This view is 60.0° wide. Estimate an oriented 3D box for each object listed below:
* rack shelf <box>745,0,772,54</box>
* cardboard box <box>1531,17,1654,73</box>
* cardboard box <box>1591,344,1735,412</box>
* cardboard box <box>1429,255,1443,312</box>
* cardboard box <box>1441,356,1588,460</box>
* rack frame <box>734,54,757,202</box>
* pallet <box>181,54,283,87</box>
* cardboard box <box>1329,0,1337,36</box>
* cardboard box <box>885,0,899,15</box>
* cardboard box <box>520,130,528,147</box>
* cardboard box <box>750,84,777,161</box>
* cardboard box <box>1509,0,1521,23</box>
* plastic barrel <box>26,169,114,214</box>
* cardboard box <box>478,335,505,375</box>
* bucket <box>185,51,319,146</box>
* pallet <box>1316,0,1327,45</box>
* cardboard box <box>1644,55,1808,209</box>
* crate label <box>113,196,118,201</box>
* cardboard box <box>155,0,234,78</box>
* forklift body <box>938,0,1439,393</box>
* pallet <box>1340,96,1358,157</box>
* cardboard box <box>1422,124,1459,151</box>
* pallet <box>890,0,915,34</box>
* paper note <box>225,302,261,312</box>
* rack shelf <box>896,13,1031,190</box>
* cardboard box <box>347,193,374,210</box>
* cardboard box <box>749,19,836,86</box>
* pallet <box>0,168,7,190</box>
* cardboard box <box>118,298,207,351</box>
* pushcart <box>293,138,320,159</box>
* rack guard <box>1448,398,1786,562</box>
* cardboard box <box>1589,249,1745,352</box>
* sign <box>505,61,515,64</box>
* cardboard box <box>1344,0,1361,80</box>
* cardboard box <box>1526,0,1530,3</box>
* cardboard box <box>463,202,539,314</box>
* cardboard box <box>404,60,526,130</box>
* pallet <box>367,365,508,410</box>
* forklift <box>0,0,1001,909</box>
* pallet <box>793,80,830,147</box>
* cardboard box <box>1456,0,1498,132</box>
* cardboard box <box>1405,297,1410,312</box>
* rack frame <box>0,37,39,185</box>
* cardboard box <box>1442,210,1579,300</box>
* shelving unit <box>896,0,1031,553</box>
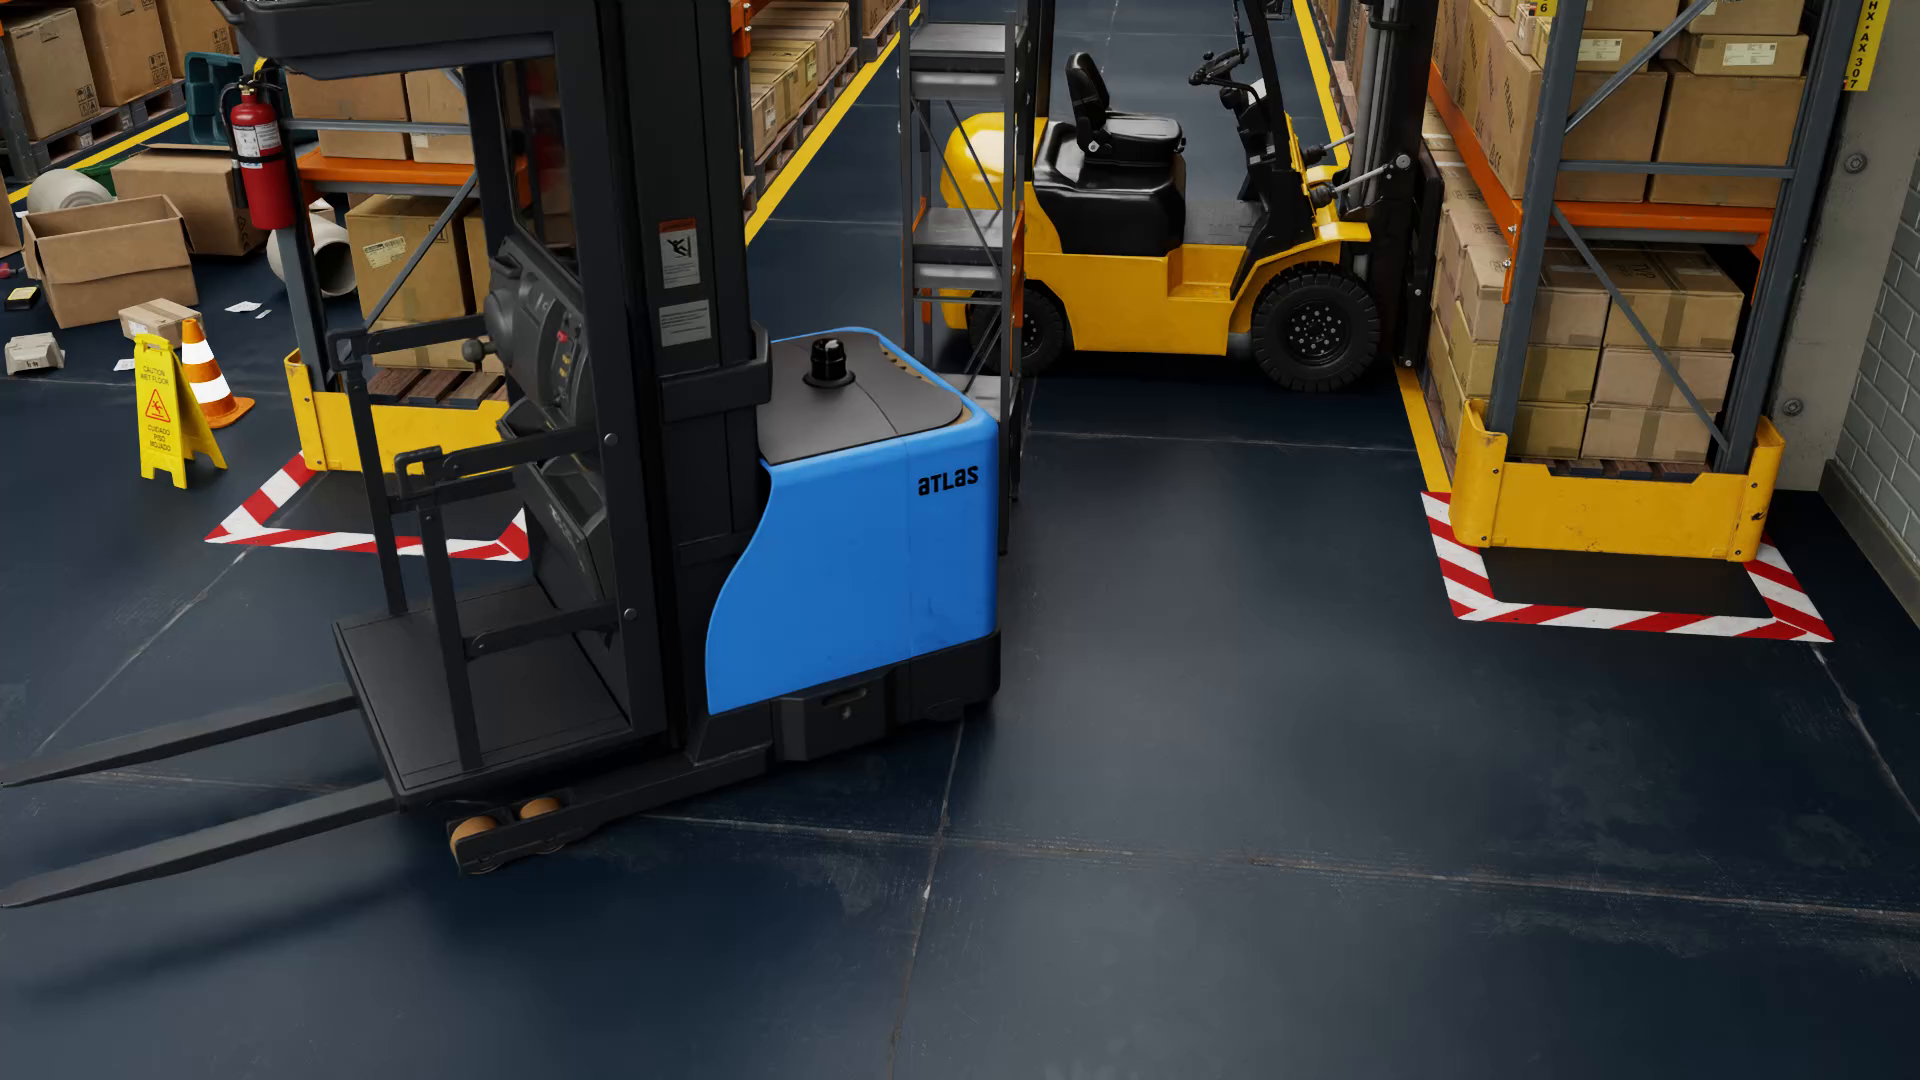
[{"bbox_3d":[-1.580,-4.150,12.050,1.077,0.370,4.000,3,28,6],"label":"rack shelf"},{"bbox_3d":[2.376,-1.865,6.260,0.380,0.149,0.250,4,29,7],"label":"cardboard box"},{"bbox_3d":[2.875,-0.760,6.927,0.500,0.250,0.500,4,29,7],"label":"cardboard box"},{"bbox_3d":[2.476,-1.278,7.888,0.500,0.250,0.500,3,28,5],"label":"cardboard box"},{"bbox_3d":[2.356,-0.570,7.102,0.500,0.250,0.500,4,29,7],"label":"cardboard box"},{"bbox_3d":[-1.825,-3.526,10.132,1.000,3.000,0.127,3,28,6],"label":"rack frame"},{"bbox_3d":[-6.431,-4.054,14.053,1.003,0.211,1.213,3,28,6],"label":"pallet"},{"bbox_3d":[3.502,-4.653,14.417,0.500,0.500,0.500,3,28,5],"label":"cardboard box"},{"bbox_3d":[-1.054,-5.398,15.405,0.875,0.875,0.875,4,29,7],"label":"cardboard box"},{"bbox_3d":[-2.051,-1.800,7.193,0.380,0.149,0.250,4,29,7],"label":"cardboard box"},{"bbox_3d":[-1.763,-2.801,11.114,0.950,0.372,0.625,4,29,7],"label":"cardboard box"},{"bbox_3d":[2.512,-2.222,6.922,0.380,0.149,0.250,3,28,6],"label":"cardboard box"},{"bbox_3d":[-5.367,-2.009,10.032,0.421,0.421,0.512,-24,36,-37],"label":"plastic barrel"},{"bbox_3d":[-1.942,-0.981,7.864,0.500,0.250,0.500,3,28,6],"label":"cardboard box"},{"bbox_3d":[-4.479,-2.796,10.626,0.726,0.611,0.620,14,21,24],"label":"bucket"},{"bbox_3d":[3.873,-4.816,15.467,1.003,0.211,1.213,3,28,6],"label":"pallet"},{"bbox_3d":[2.948,-1.617,6.484,0.500,0.500,0.500,4,29,8],"label":"cardboard box"},{"bbox_3d":[-5.242,-2.098,10.499,0.298,0.136,0.250,-17,33,-29],"label":"crate label"},{"bbox_3d":[-6.528,-4.150,13.220,1.050,0.750,0.750,4,29,7],"label":"cardboard box"},{"bbox_3d":[1.033,-1.981,8.160,2.313,2.155,1.214,3,28,6],"label":"forklift body"},{"bbox_3d":[3.300,-2.936,11.978,1.003,0.211,1.213,3,28,6],"label":"pallet"},{"bbox_3d":[2.609,-1.969,8.645,0.500,0.250,0.500,4,29,8],"label":"cardboard box"},{"bbox_3d":[-1.011,-5.120,16.032,1.003,0.211,1.213,3,28,6],"label":"pallet"},{"bbox_3d":[-3.922,-1.283,9.110,0.148,0.019,0.142,14,31,24],"label":"paper note"},{"bbox_3d":[0.020,-1.607,6.071,0.431,0.518,0.480,3,28,6],"label":"rack shelf"},{"bbox_3d":[-3.307,-2.001,9.935,0.500,0.500,0.500,-24,36,-37],"label":"cardboard box"},{"bbox_3d":[-1.496,-3.823,13.012,0.950,0.372,0.625,3,28,5],"label":"cardboard box"},{"bbox_3d":[-6.921,-2.185,10.583,1.003,0.211,1.213,3,28,6],"label":"pallet"},{"bbox_3d":[-4.159,-1.122,8.676,0.380,0.149,0.250,20,34,32],"label":"cardboard box"},{"bbox_3d":[-4.094,-2.480,10.956,1.648,0.377,0.936,-6,29,-11],"label":"pushcart"},{"bbox_3d":[2.609,-0.244,6.677,1.175,0.500,0.348,3,28,6],"label":"rack guard"},{"bbox_3d":[2.858,-0.986,6.820,0.500,0.250,0.500,3,28,5],"label":"cardboard box"},{"bbox_3d":[-1.776,-1.993,6.373,0.100,0.325,0.005,3,28,6],"label":"sign"},{"bbox_3d":[3.502,-3.969,13.015,0.875,0.625,0.625,4,29,8],"label":"cardboard box"},{"bbox_3d":[2.451,-2.240,6.643,0.380,0.149,0.250,4,29,7],"label":"cardboard box"},{"bbox_3d":[-1.939,-1.322,7.707,0.500,0.500,0.500,2,28,4],"label":"cardboard box"},{"bbox_3d":[-1.982,-2.025,6.927,0.500,0.500,0.500,3,28,5],"label":"cardboard box"},{"bbox_3d":[-2.171,-0.831,8.071,1.003,0.211,1.213,3,28,6],"label":"pallet"},{"bbox_3d":[-1.407,-0.590,4.754,3.031,2.935,1.130,-14,31,-25],"label":"forklift"},{"bbox_3d":[-1.584,-3.241,12.543,1.003,0.211,1.213,3,28,6],"label":"pallet"},{"bbox_3d":[2.547,-2.132,7.439,0.500,0.500,0.500,3,28,5],"label":"cardboard box"},{"bbox_3d":[2.538,-1.284,8.428,0.500,0.250,0.500,4,29,8],"label":"cardboard box"},{"bbox_3d":[-6.750,-3.766,10.578,1.000,3.000,0.127,3,28,6],"label":"rack frame"},{"bbox_3d":[2.415,-1.246,7.303,0.500,0.250,0.500,4,29,7],"label":"cardboard box"},{"bbox_3d":[0.020,-1.002,6.397,0.431,2.100,0.503,3,28,6],"label":"shelving unit"}]
